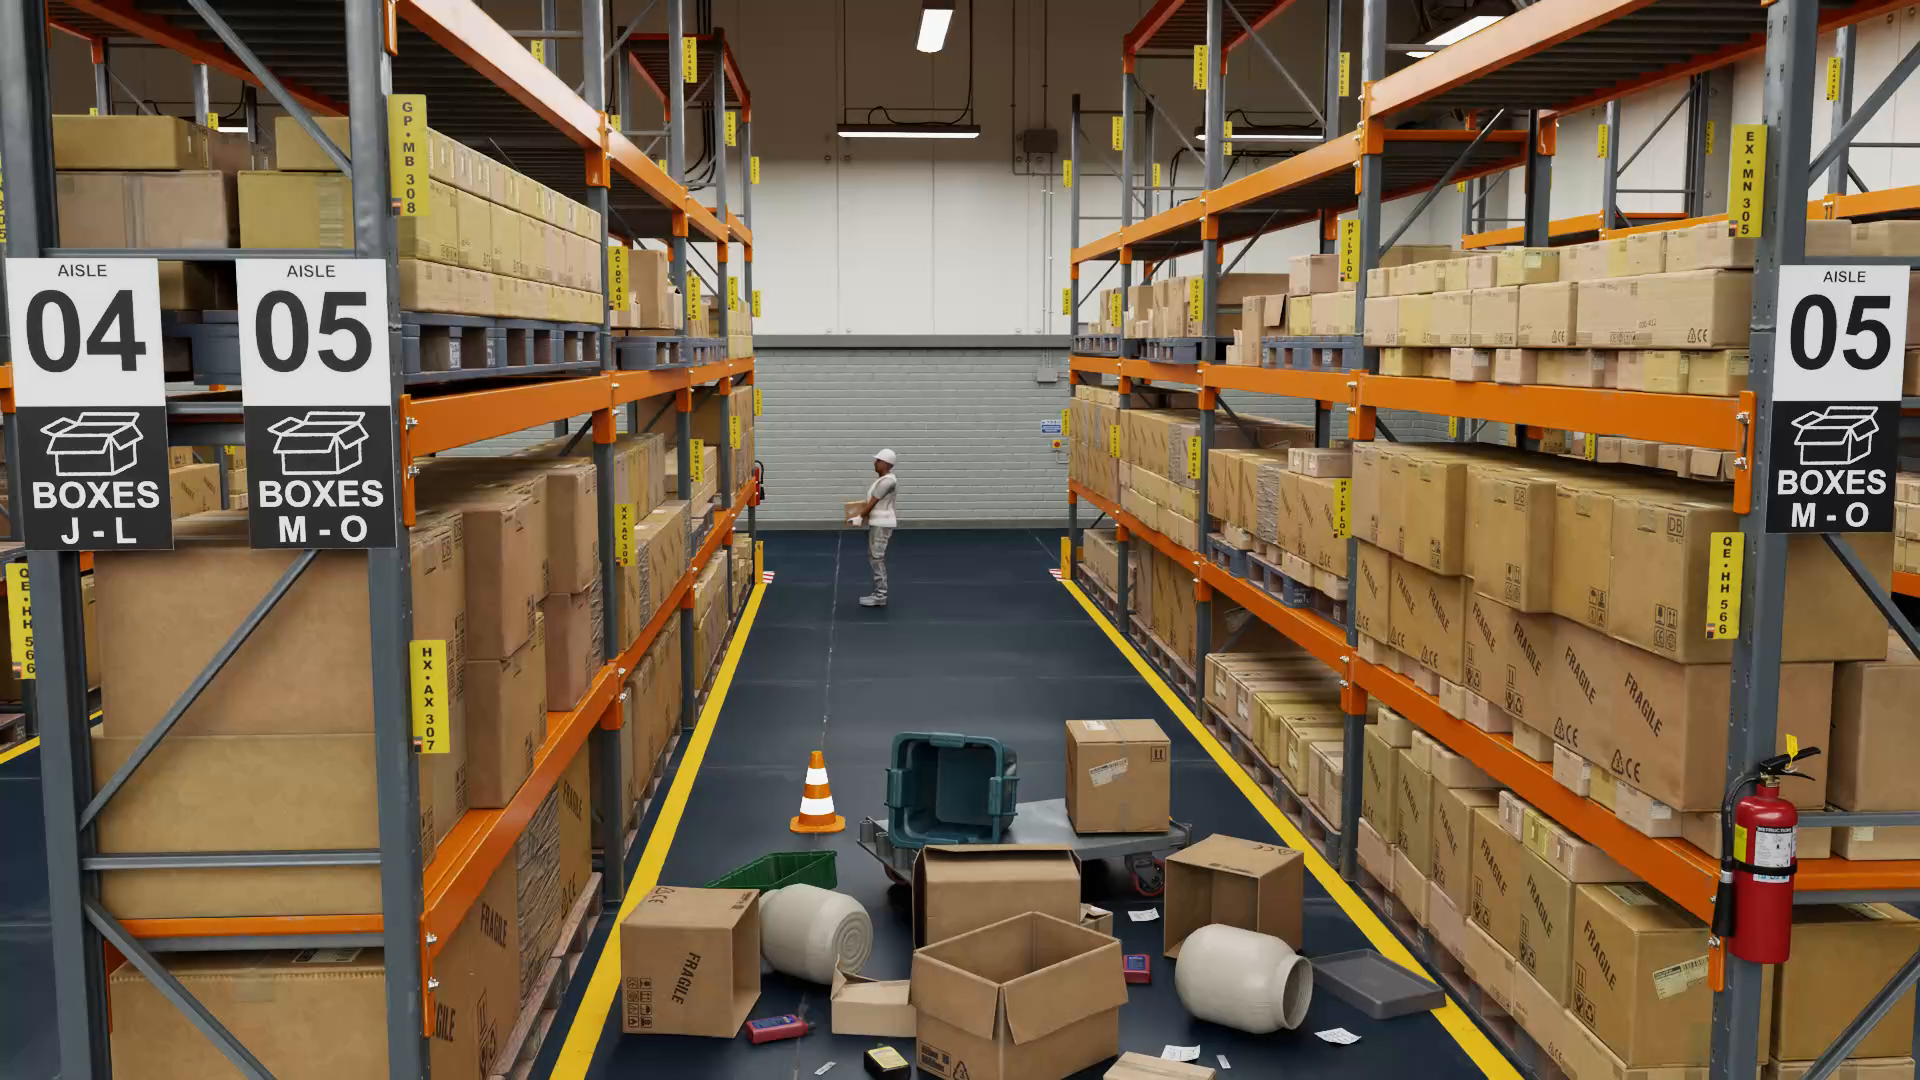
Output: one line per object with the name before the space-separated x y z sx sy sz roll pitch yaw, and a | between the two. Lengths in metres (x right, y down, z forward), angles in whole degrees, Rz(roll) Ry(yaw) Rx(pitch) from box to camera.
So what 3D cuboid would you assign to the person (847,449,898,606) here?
person | -0.997 -0.146 18.905 0.584 1.779 0.487 0 7 -4
